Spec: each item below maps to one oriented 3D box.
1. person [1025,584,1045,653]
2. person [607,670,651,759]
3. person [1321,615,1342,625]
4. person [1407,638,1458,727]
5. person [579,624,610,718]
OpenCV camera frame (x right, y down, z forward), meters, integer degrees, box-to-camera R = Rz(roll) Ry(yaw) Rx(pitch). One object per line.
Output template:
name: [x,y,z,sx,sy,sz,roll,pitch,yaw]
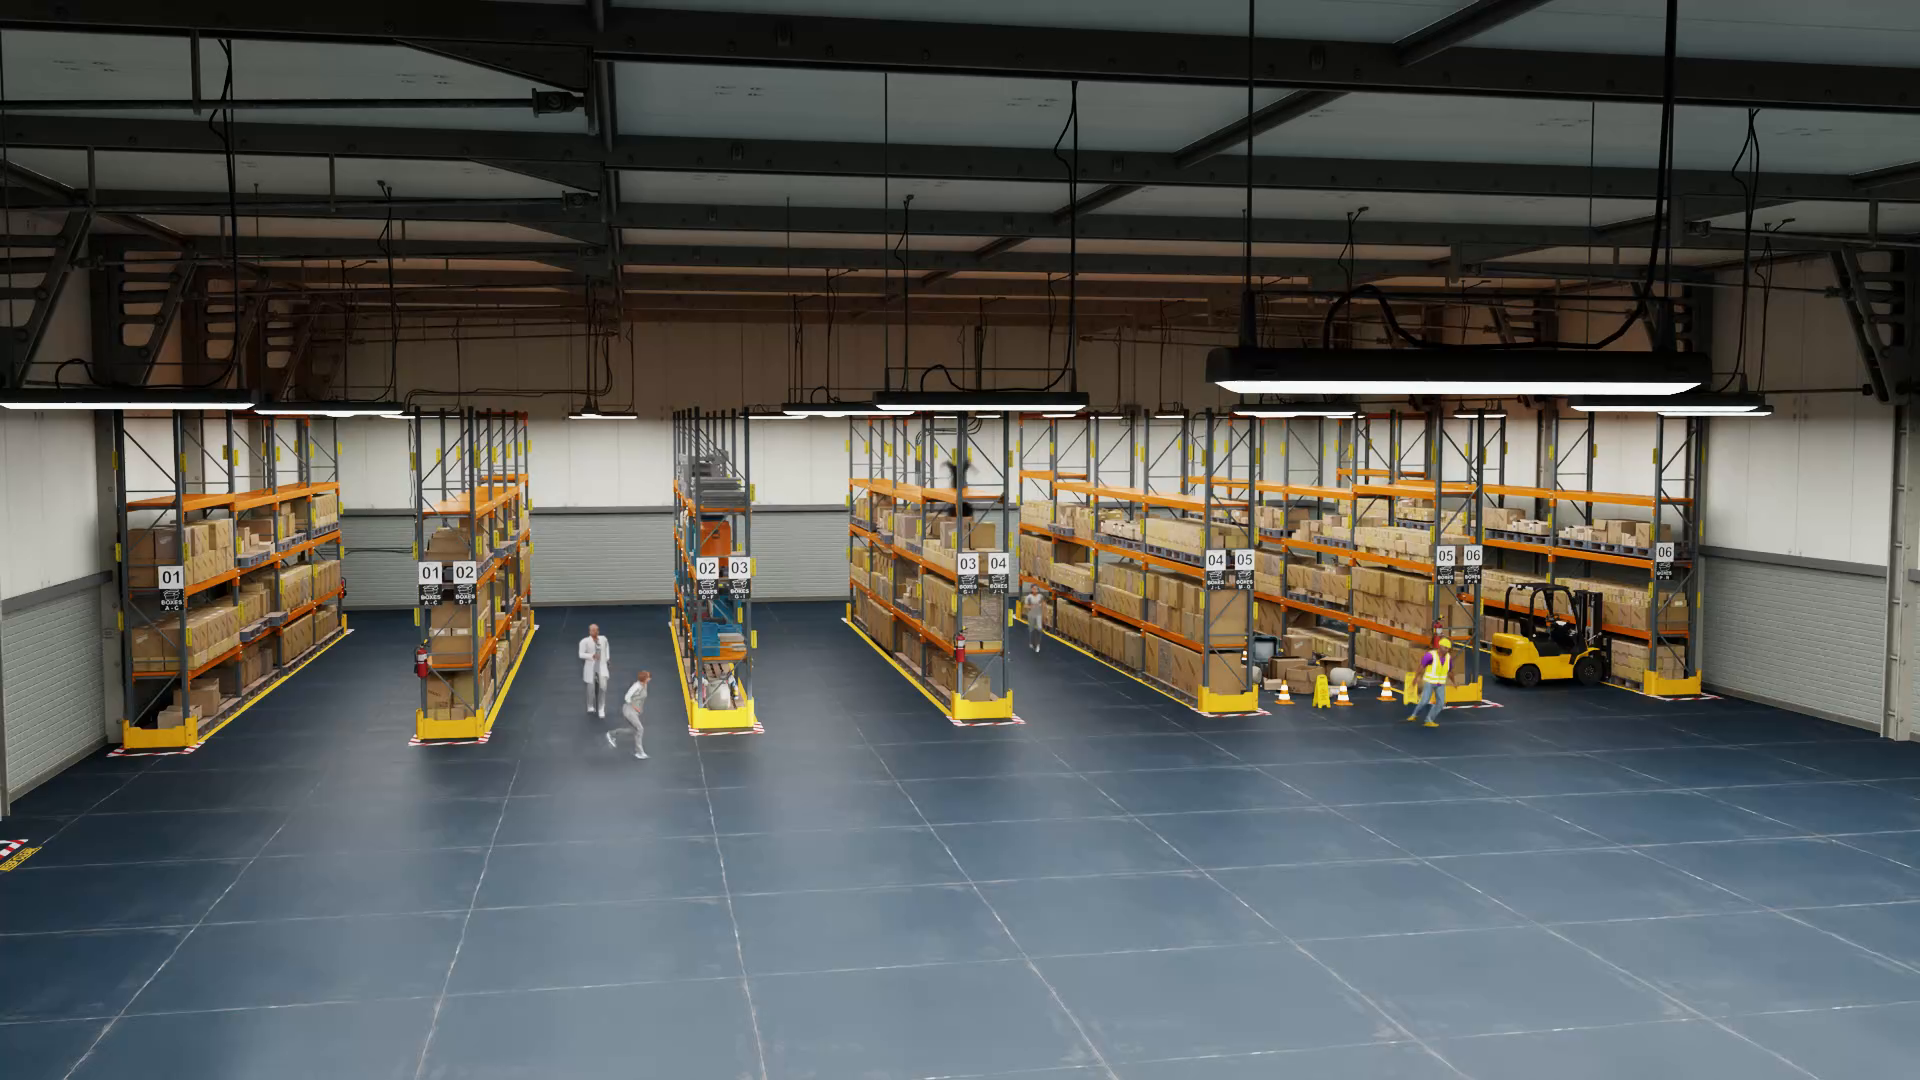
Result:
person: [1.871,2.064,41.499,0.533,1.468,0.818,0,4,-5]
person: [-5.649,2.969,28.292,0.826,1.549,0.539,1,4,16]
person: [10.346,1.552,46.711,0.597,1.726,0.955,-3,5,-33]
person: [8.854,2.656,31.124,0.827,1.685,0.688,-1,4,-16]
person: [-7.095,2.545,32.308,0.643,1.837,0.911,-2,4,-22]
